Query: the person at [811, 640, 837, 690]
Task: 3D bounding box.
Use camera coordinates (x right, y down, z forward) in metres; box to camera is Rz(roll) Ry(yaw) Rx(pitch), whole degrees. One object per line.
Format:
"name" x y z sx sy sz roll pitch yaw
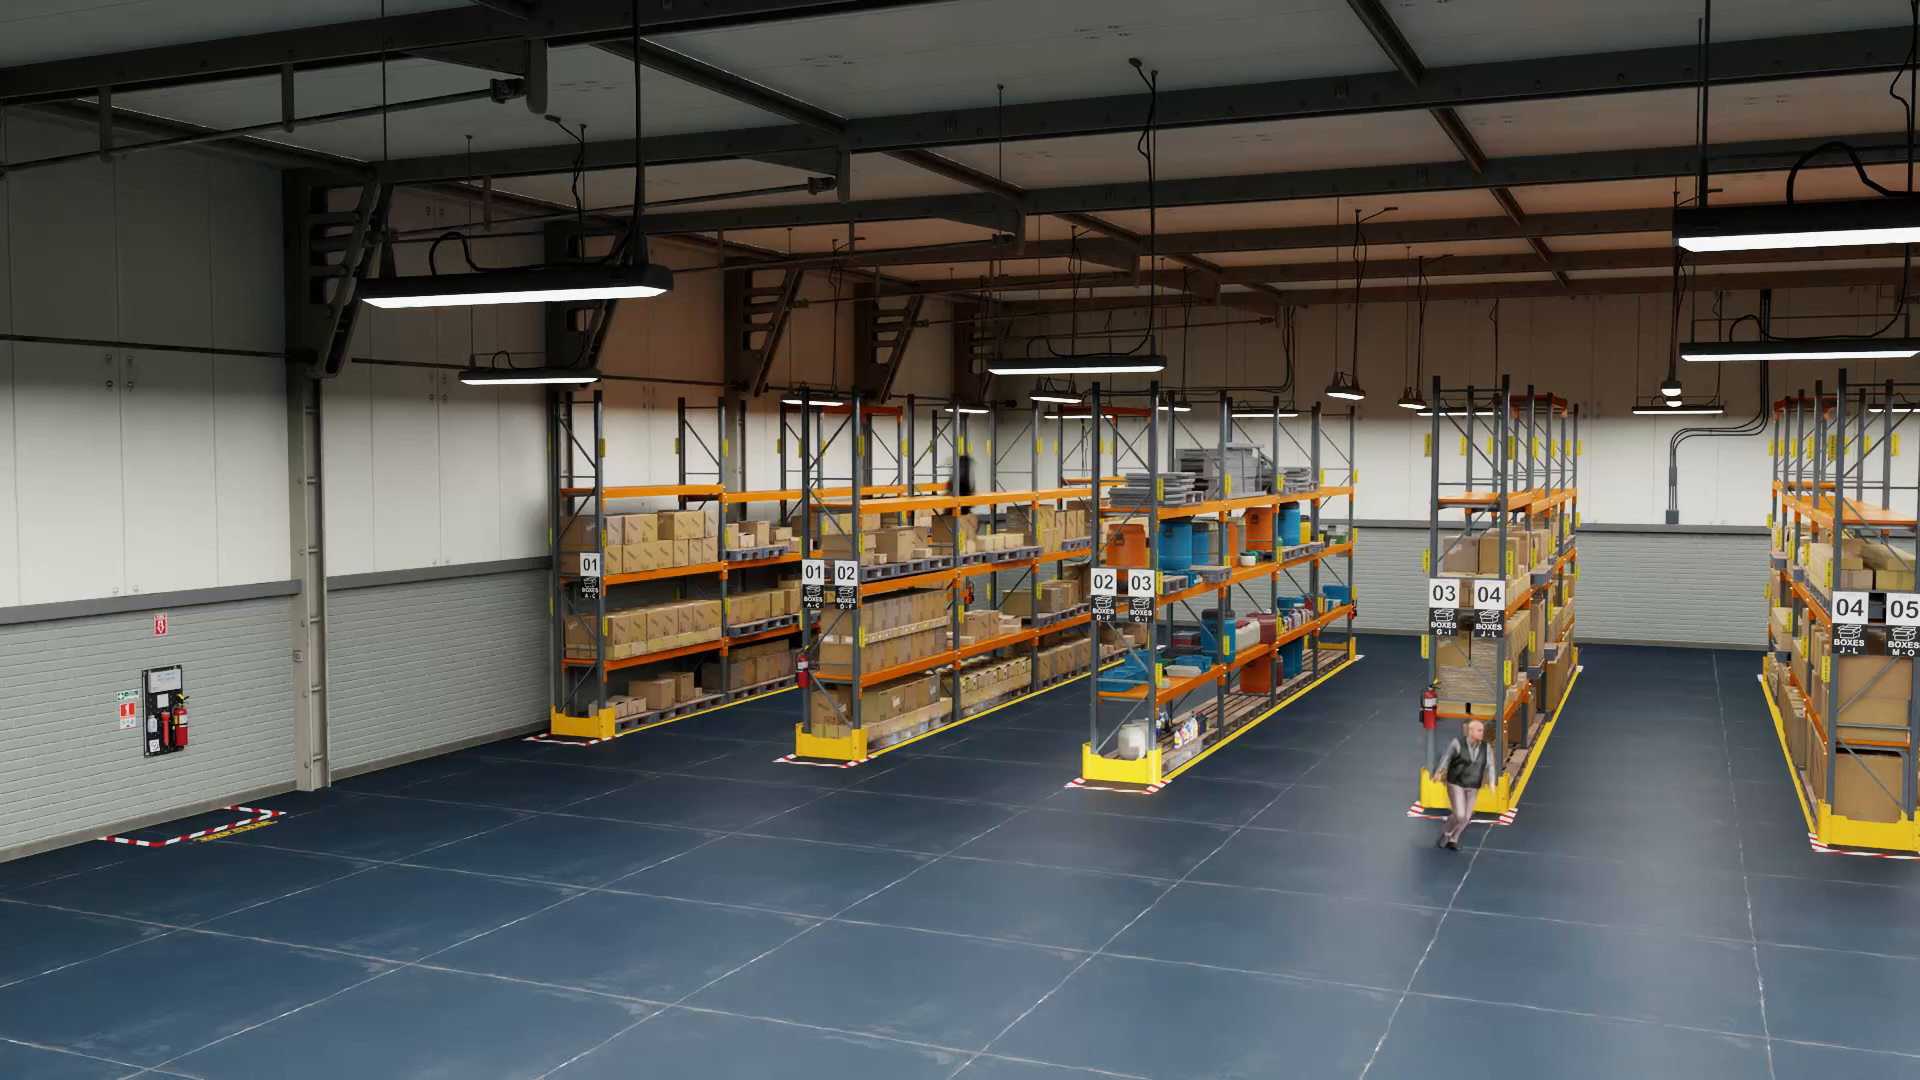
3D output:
"person" -2.538 2.388 31.521 0.827 1.778 0.771 -3 4 -39

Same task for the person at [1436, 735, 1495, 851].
"person" 6.235 3.117 20.549 0.643 1.487 0.577 -1 3 -10
